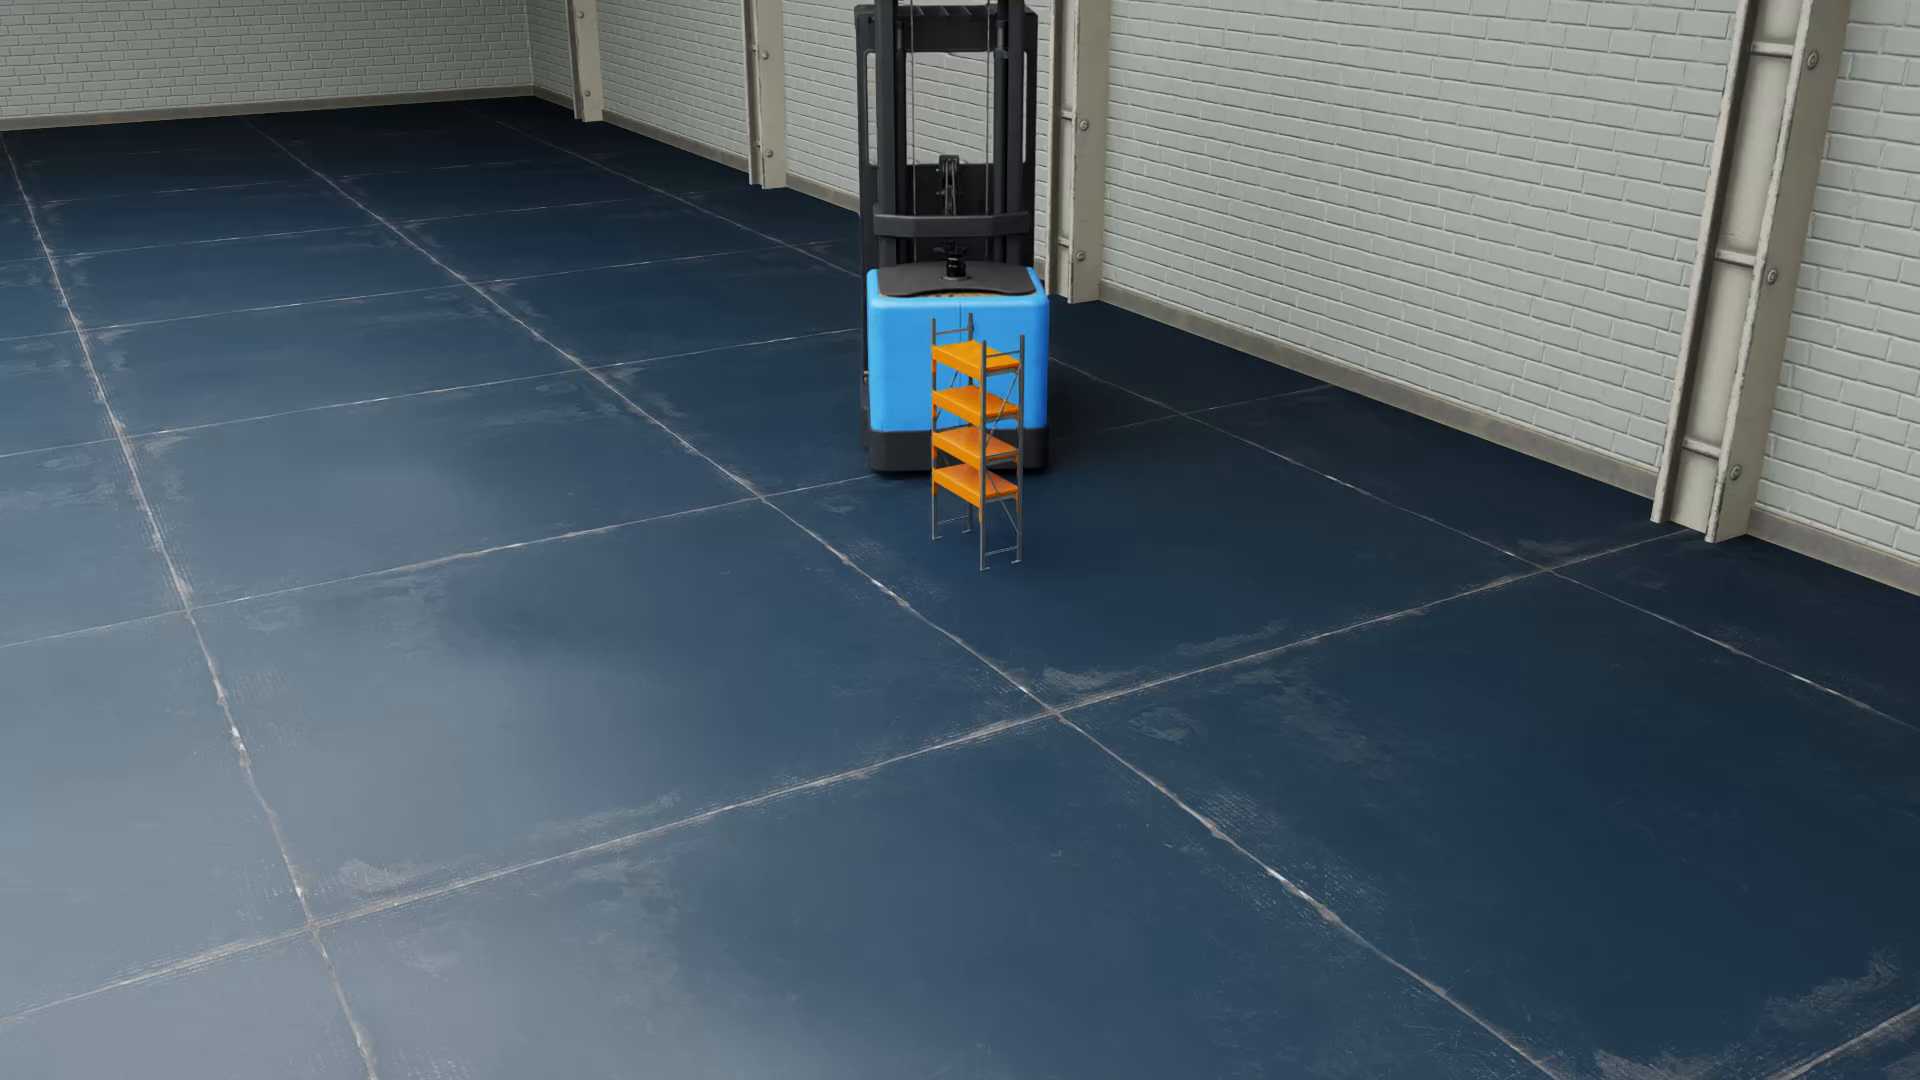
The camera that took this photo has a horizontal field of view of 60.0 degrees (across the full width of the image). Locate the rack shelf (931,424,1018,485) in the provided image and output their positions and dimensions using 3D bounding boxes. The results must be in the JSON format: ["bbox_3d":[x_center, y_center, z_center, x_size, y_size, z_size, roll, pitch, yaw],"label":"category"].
[{"bbox_3d":[0.085,-0.440,8.479,0.258,0.148,0.480,-13,25,-28],"label":"rack shelf"}]

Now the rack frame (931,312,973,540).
[{"bbox_3d":[-0.040,-0.581,8.648,0.240,1.200,0.015,-13,25,-28],"label":"rack frame"}]

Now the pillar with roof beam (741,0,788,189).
[{"bbox_3d":[-5.830,-7.301,14.822,9.100,9.000,0.400,-13,25,-28],"label":"pillar with roof beam"}]

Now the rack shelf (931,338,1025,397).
[{"bbox_3d":[0.085,-0.866,8.306,0.258,0.148,0.480,-13,25,-28],"label":"rack shelf"}]

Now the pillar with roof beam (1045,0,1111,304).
[{"bbox_3d":[-2.765,-5.358,10.044,9.100,9.000,0.400,-13,25,-28],"label":"pillar with roof beam"}]

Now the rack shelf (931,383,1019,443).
[{"bbox_3d":[0.085,-0.647,8.395,0.258,0.148,0.480,-13,25,-28],"label":"rack shelf"}]

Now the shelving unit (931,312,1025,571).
[{"bbox_3d":[0.085,-0.502,8.454,0.258,1.200,0.503,-13,25,-28],"label":"shelving unit"}]

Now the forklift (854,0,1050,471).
[{"bbox_3d":[-0.097,-2.266,10.494,1.130,2.935,3.031,-1,22,-4],"label":"forklift"}]

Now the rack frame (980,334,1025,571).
[{"bbox_3d":[0.209,-0.423,8.259,0.240,1.200,0.015,-13,25,-28],"label":"rack frame"}]

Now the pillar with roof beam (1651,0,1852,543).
[{"bbox_3d":[0.300,-3.416,5.265,9.100,9.000,0.400,-13,25,-28],"label":"pillar with roof beam"}]

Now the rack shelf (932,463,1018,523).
[{"bbox_3d":[0.085,-0.256,8.554,0.258,0.148,0.480,-13,25,-28],"label":"rack shelf"}]
